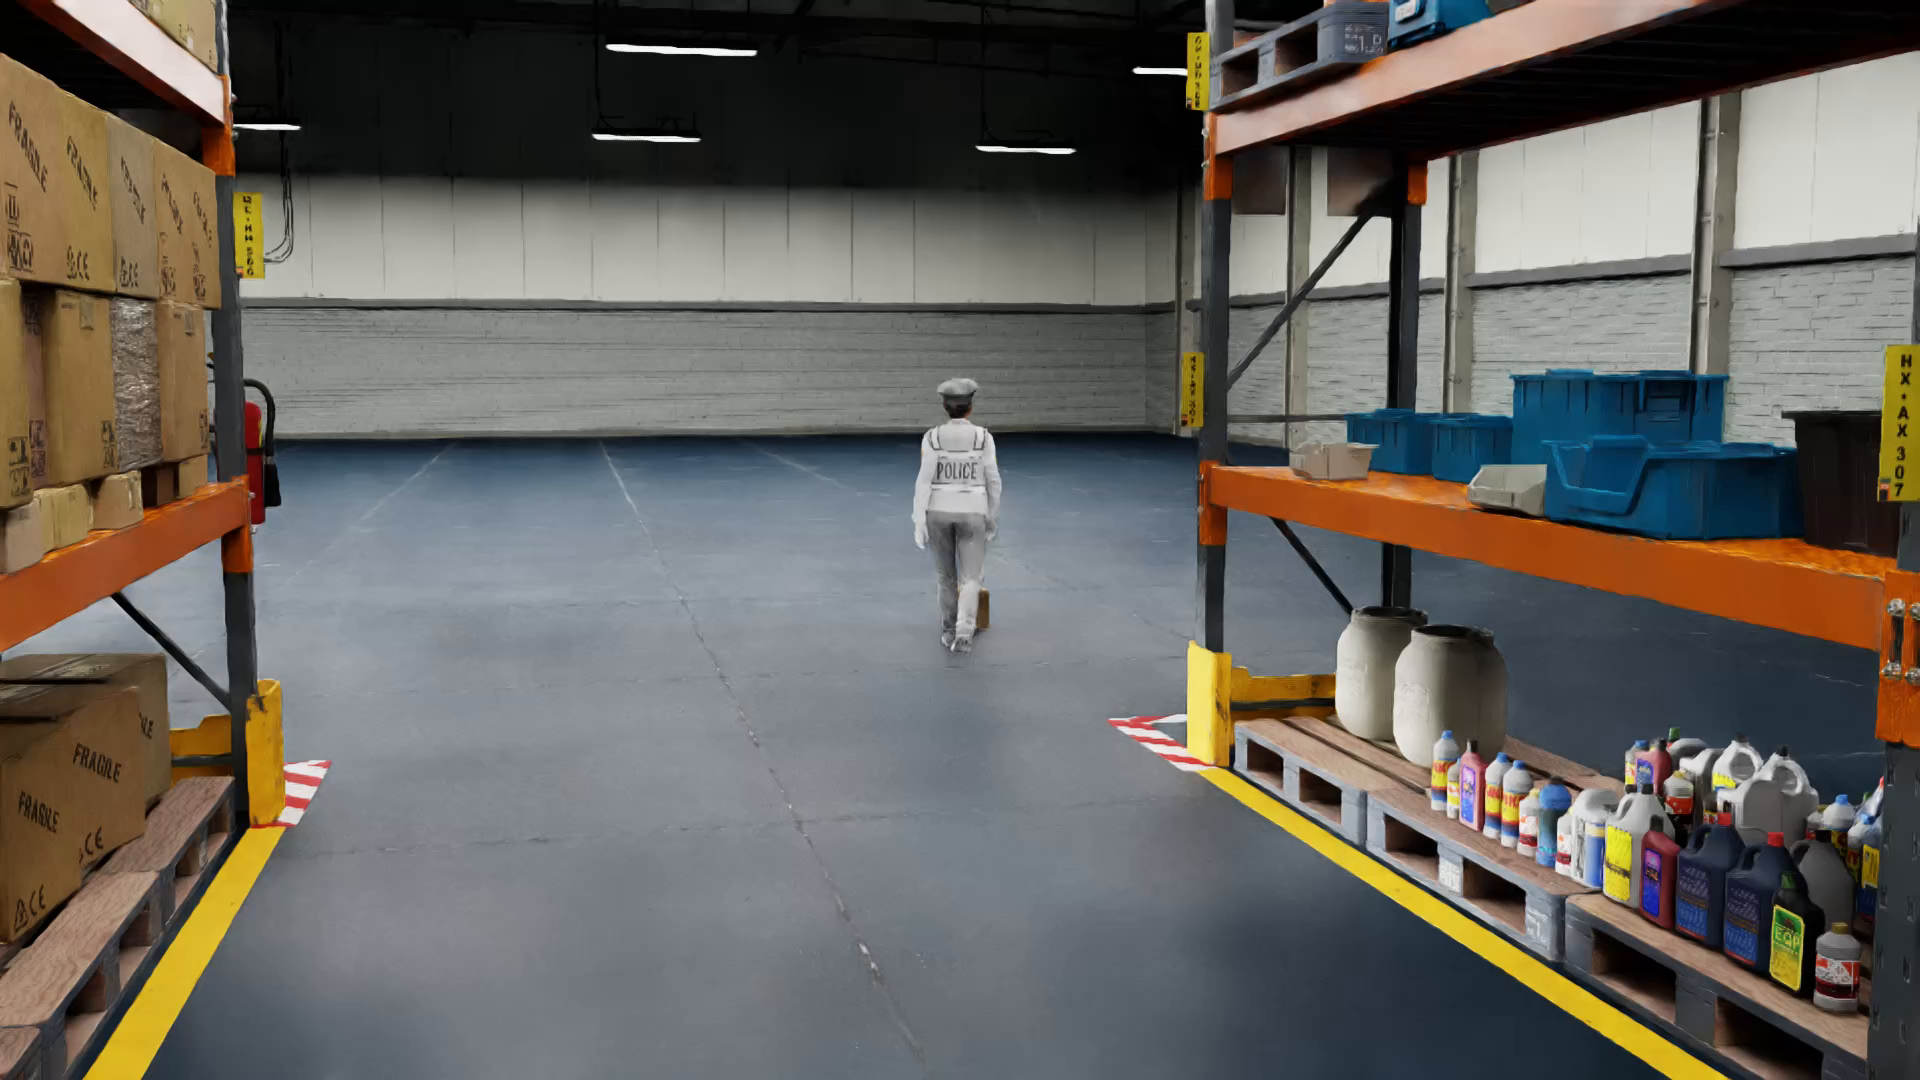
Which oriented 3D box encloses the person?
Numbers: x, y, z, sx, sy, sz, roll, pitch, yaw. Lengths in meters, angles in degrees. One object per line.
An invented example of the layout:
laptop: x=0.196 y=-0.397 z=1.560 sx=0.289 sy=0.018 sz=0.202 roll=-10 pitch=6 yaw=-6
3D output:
person: x=-0.008 y=-0.137 z=9.817 sx=0.501 sy=1.637 sz=0.958 roll=1 pitch=6 yaw=5
